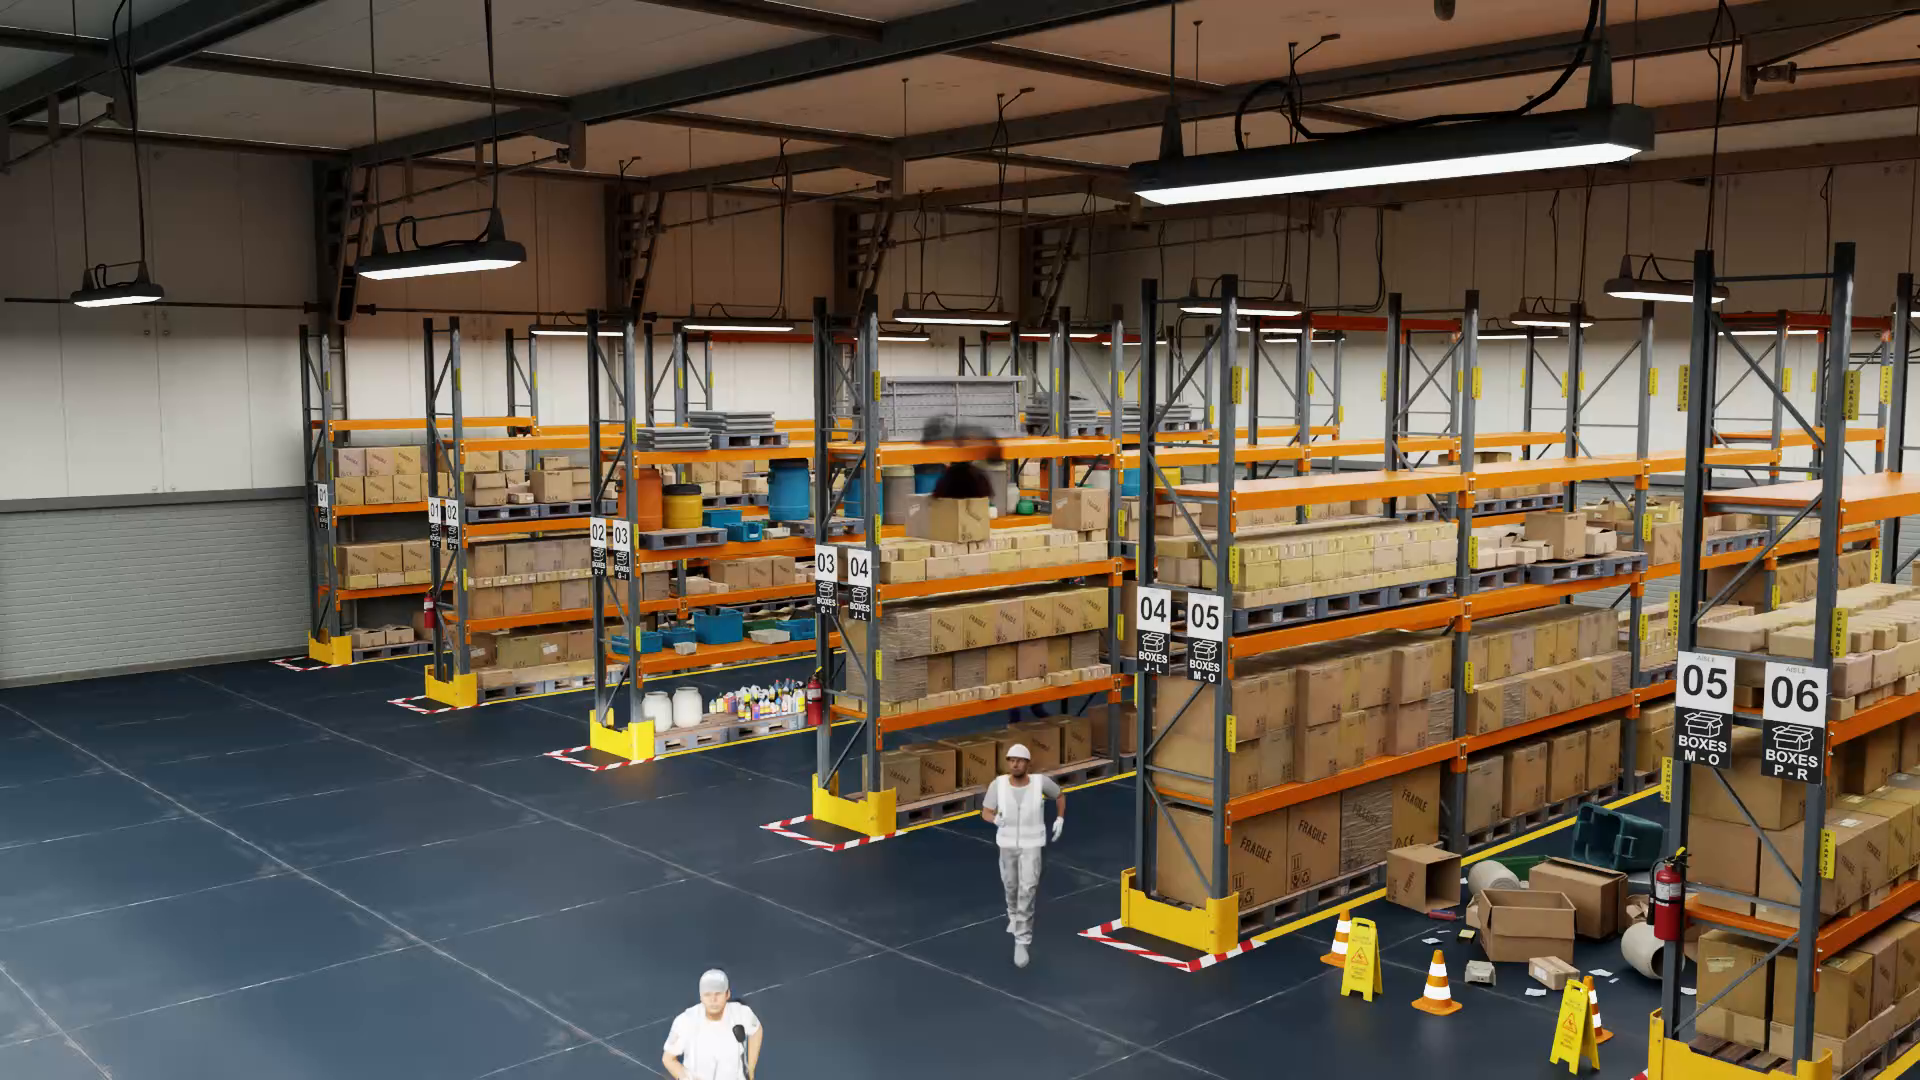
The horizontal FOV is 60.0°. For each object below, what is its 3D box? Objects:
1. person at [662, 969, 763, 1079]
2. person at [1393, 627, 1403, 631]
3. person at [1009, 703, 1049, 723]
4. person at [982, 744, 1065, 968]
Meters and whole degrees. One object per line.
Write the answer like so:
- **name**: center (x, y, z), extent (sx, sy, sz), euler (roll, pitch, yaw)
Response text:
- **person**: center (-1.474, 3.357, 9.915), extent (0.574, 1.685, 1.086), euler (0, 6, -2)
- **person**: center (6.189, 1.897, 23.654), extent (0.832, 1.814, 0.690), euler (-5, 8, -40)
- **person**: center (0.974, 2.028, 23.020), extent (0.593, 1.708, 0.796), euler (5, 7, 39)
- **person**: center (0.525, 2.658, 14.348), extent (0.687, 1.795, 0.909), euler (1, 6, 13)
